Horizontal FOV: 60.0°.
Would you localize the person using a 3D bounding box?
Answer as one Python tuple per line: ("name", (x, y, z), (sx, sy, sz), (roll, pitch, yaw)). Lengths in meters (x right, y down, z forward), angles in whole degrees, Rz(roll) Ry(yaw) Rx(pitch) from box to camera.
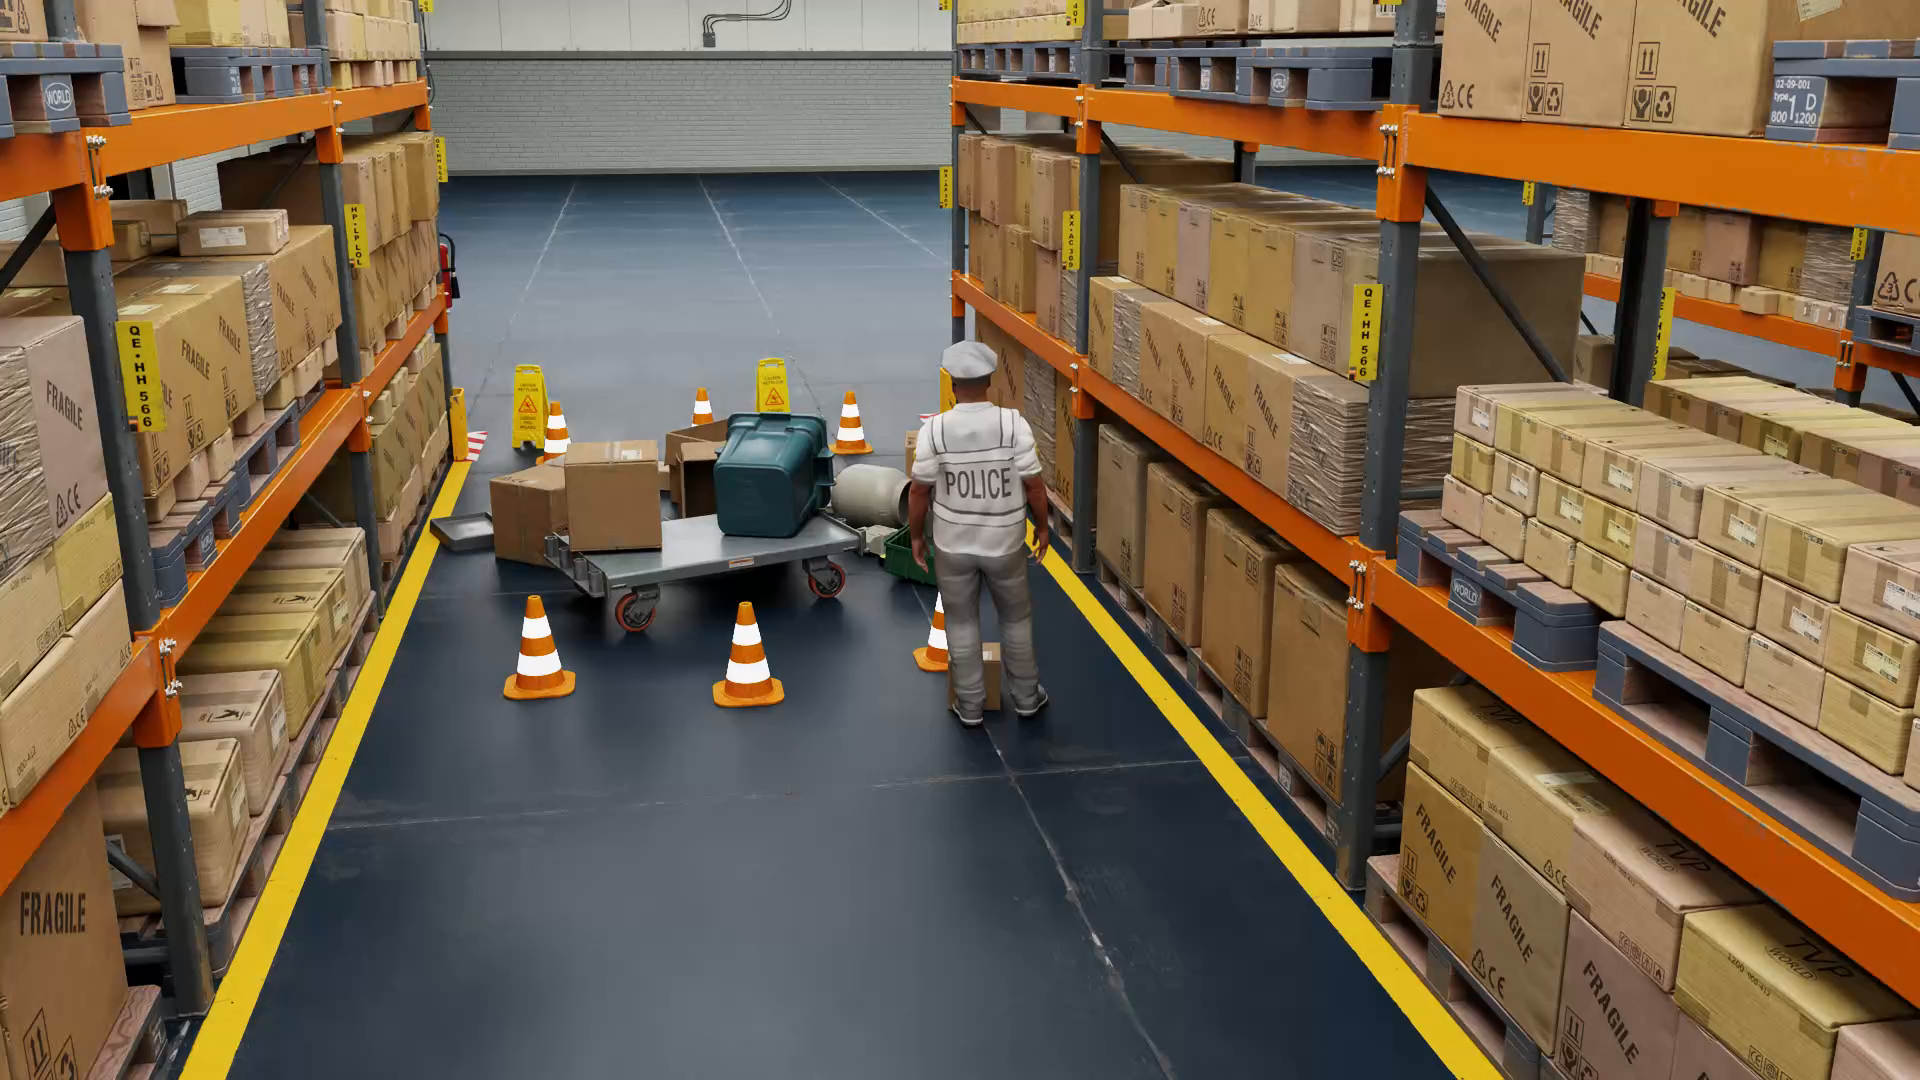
("person", (0.094, -0.032, 7.544), (0.642, 1.782, 0.573), (0, 16, 1))
